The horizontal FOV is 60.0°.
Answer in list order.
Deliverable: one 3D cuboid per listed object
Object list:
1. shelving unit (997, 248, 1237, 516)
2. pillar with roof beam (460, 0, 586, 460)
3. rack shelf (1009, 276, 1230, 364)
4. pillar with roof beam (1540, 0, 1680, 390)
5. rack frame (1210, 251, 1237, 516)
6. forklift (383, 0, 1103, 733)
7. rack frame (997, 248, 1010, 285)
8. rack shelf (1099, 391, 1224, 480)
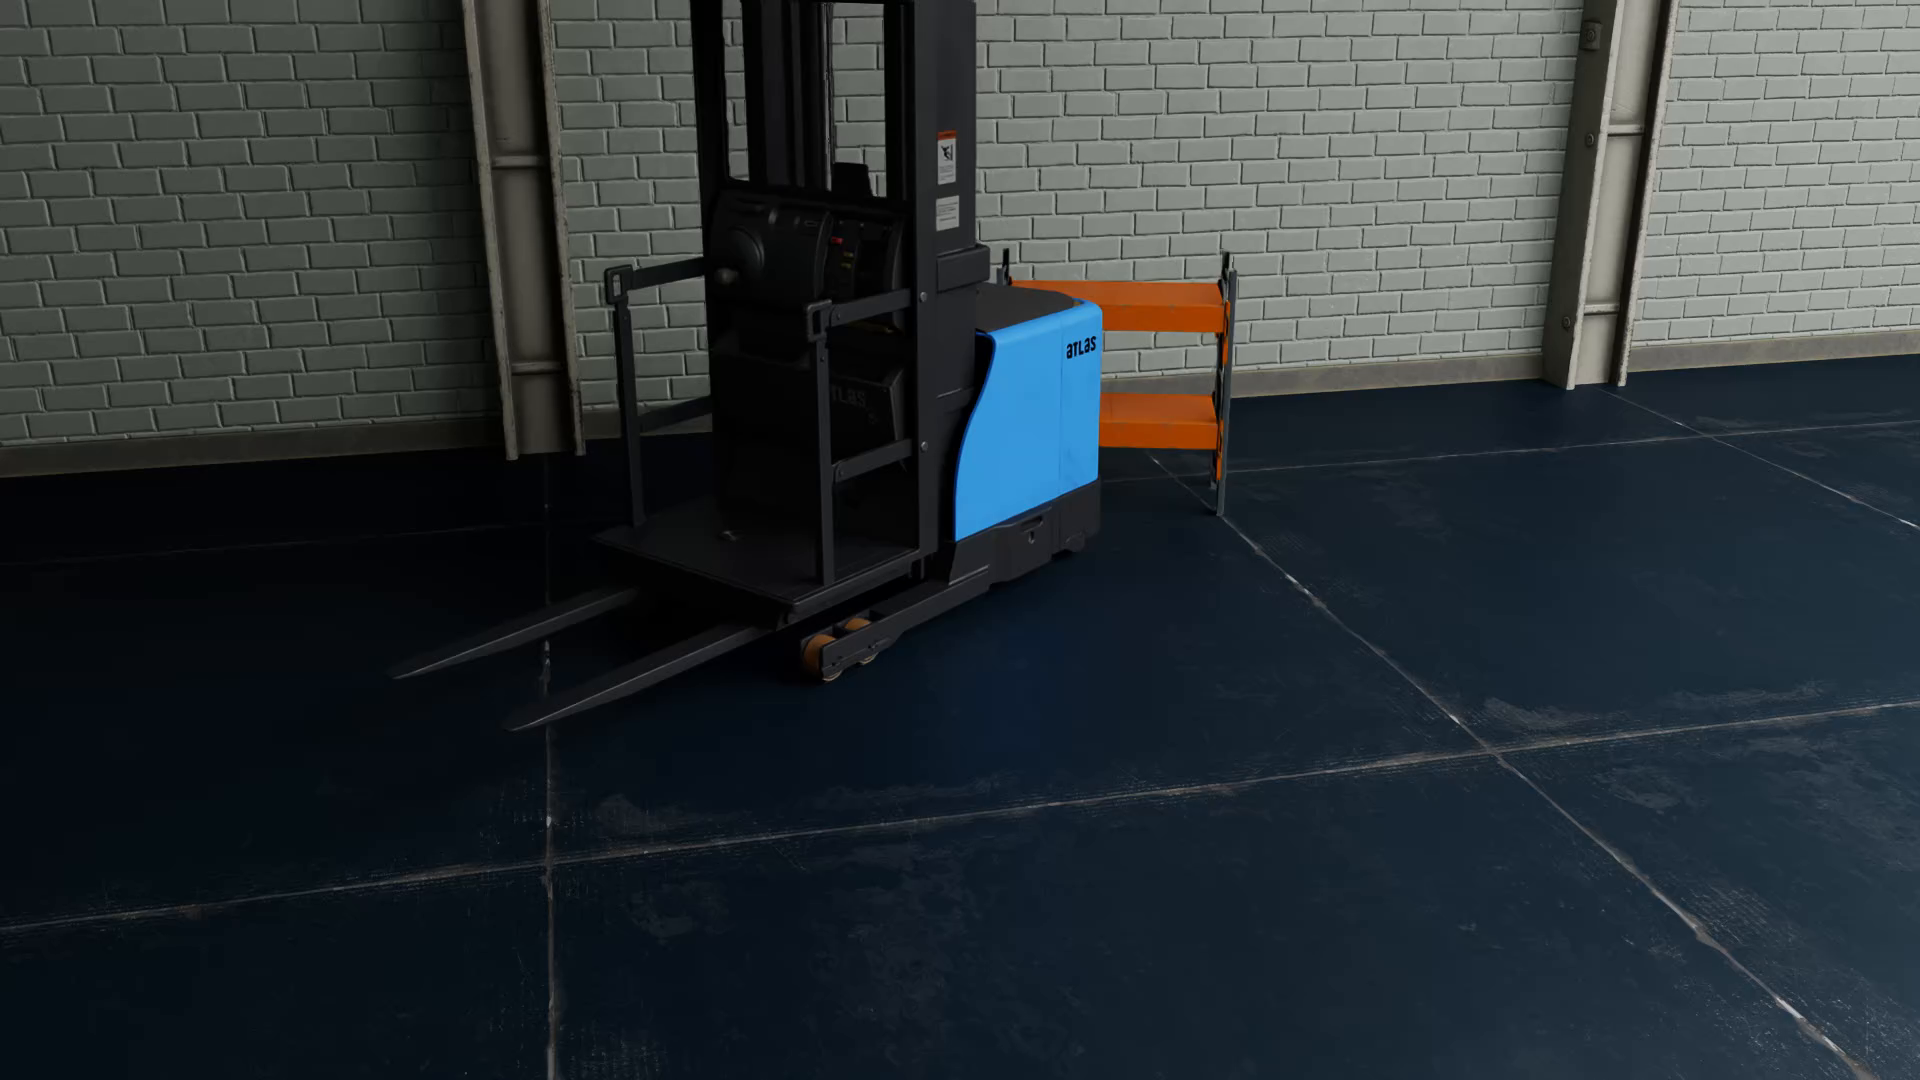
[{"bbox_3d":[0.703,-0.736,7.688,1.048,1.125,0.538,2,20,4],"label":"shelving unit"},{"bbox_3d":[-1.151,-3.255,3.118,0.400,9.000,9.100,-5,21,-12],"label":"pillar with roof beam"},{"bbox_3d":[0.703,-1.011,7.587,1.000,0.278,0.538,2,20,4],"label":"rack shelf"},{"bbox_3d":[4.688,-3.730,4.415,0.400,9.000,9.100,-5,21,-12],"label":"pillar with roof beam"},{"bbox_3d":[1.210,-0.722,7.650,0.032,1.125,0.500,2,20,4],"label":"rack frame"},{"bbox_3d":[-0.699,-1.063,5.956,1.130,2.935,3.031,15,25,36],"label":"forklift"},{"bbox_3d":[0.196,-0.750,7.726,0.032,1.125,0.500,2,20,4],"label":"rack frame"},{"bbox_3d":[0.703,-0.506,7.772,1.000,0.278,0.538,2,20,4],"label":"rack shelf"}]
